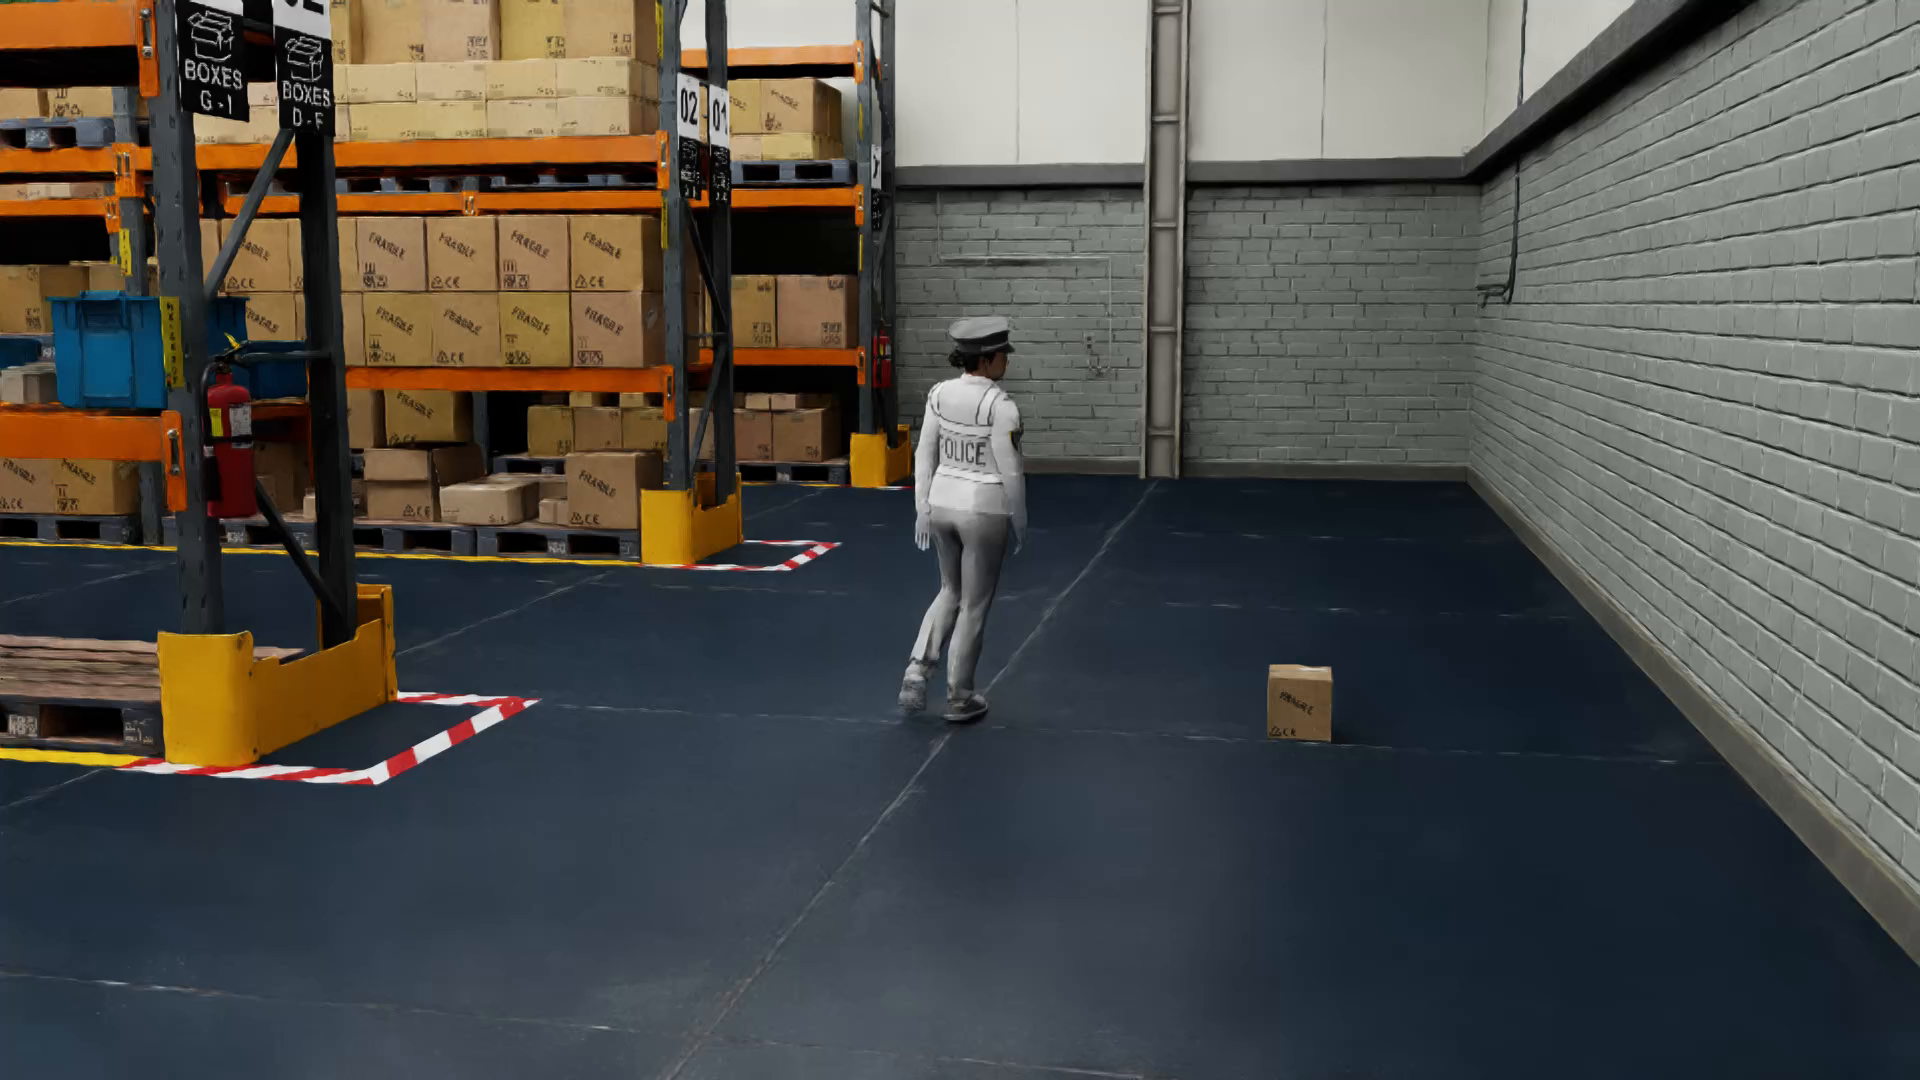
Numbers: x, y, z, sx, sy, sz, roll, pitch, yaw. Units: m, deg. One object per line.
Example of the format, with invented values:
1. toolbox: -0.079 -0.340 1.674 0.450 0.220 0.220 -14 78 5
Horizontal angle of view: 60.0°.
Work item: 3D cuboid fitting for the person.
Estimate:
1. person: 0.021 -0.079 6.778 0.565 1.661 0.407 7 10 39
